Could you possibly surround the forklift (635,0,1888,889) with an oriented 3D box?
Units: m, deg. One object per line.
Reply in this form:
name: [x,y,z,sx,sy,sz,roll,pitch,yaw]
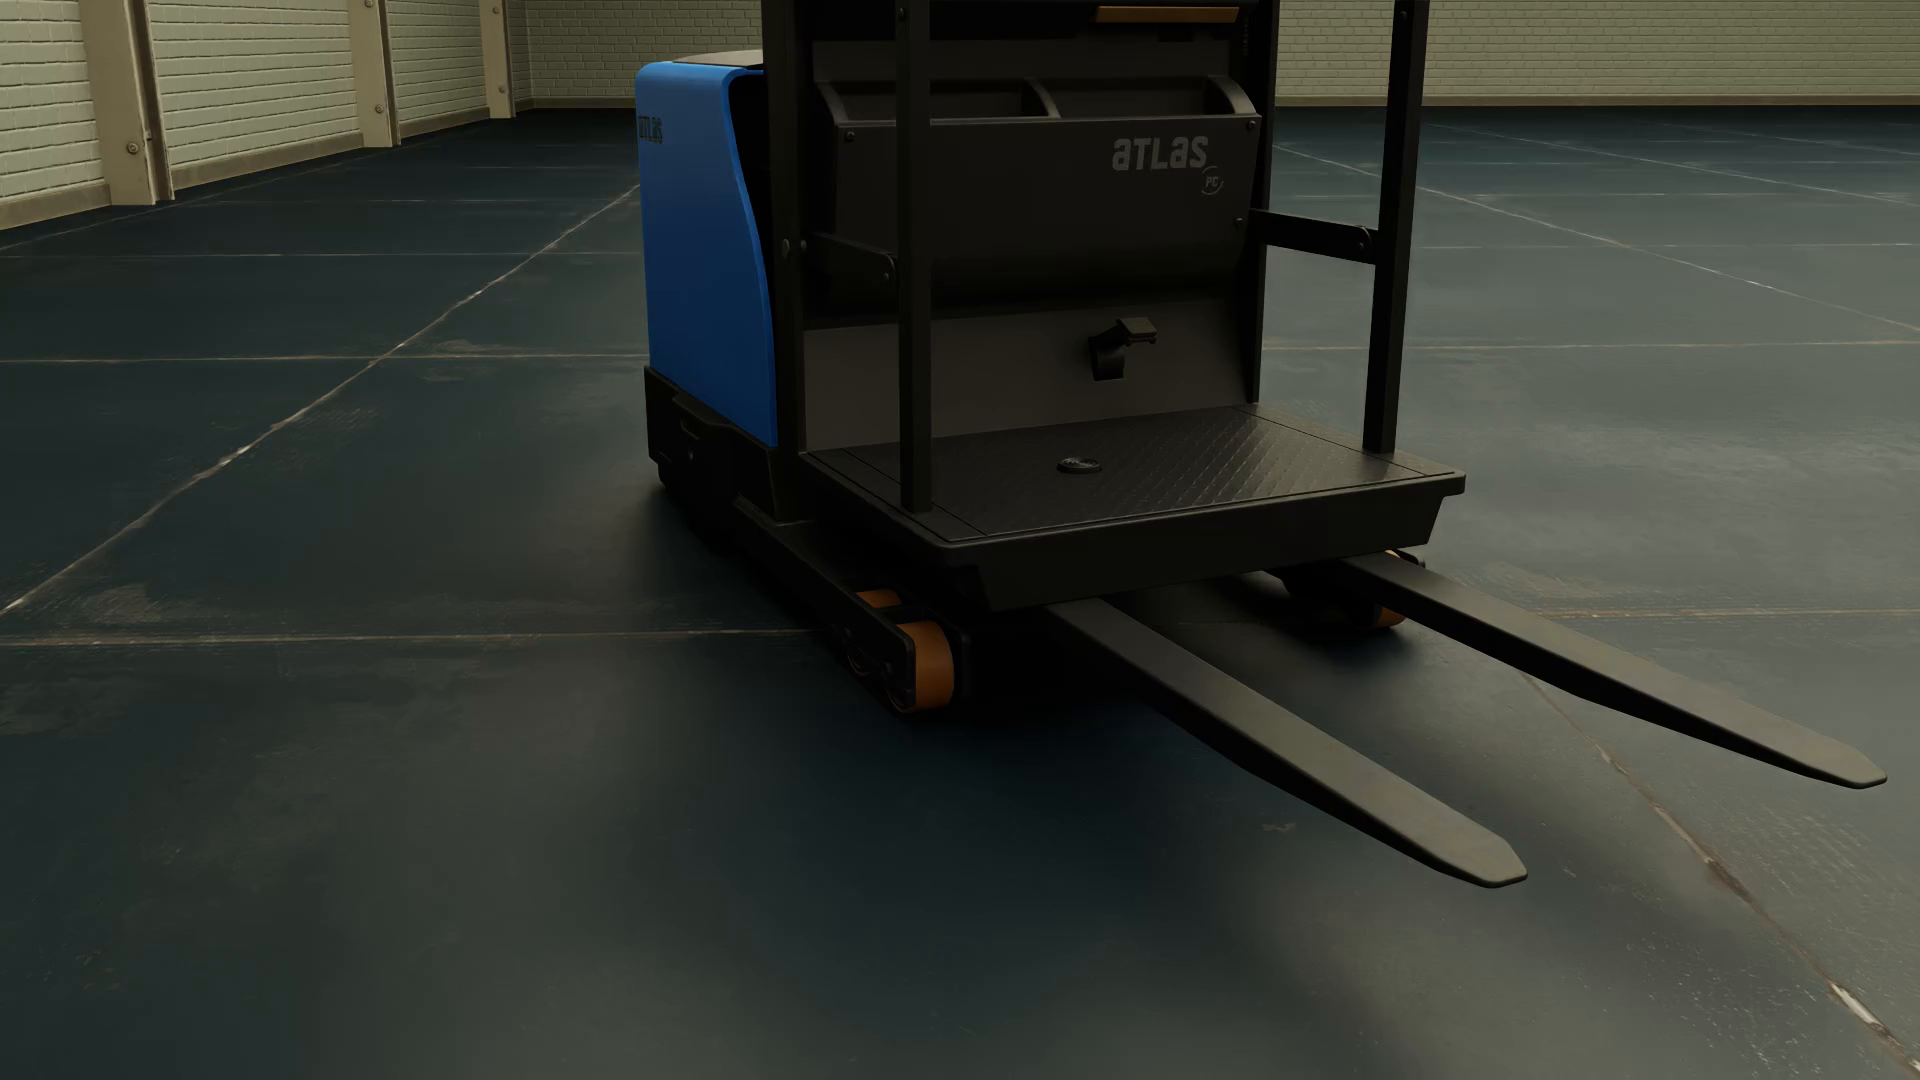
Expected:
forklift: [0.258,-1.240,2.962,1.130,2.935,3.031,-8,19,-24]
